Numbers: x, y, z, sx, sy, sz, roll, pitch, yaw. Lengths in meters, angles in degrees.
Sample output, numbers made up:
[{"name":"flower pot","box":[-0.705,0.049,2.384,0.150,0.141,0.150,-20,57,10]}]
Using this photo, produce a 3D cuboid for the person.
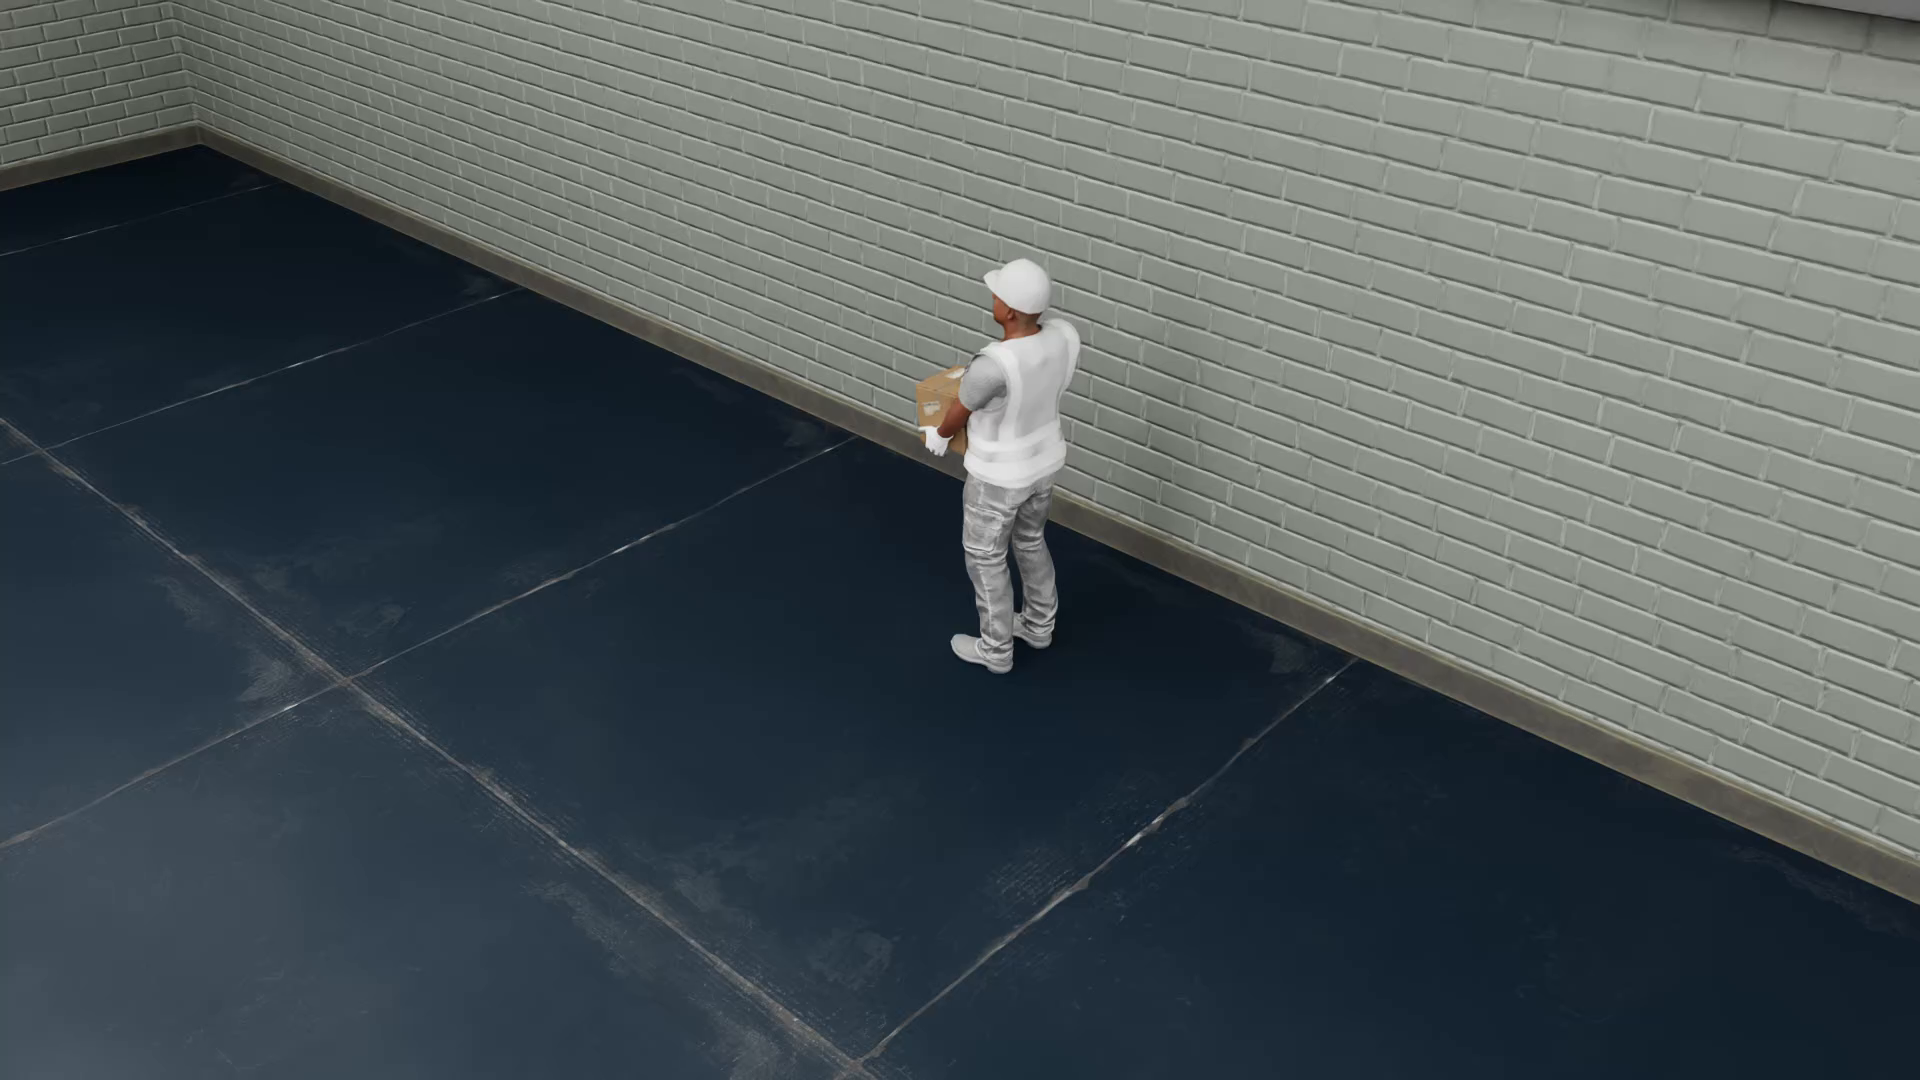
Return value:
[{"name":"person","box":[0.125,-0.323,6.655,0.583,1.778,0.488,26,40,36]}]
